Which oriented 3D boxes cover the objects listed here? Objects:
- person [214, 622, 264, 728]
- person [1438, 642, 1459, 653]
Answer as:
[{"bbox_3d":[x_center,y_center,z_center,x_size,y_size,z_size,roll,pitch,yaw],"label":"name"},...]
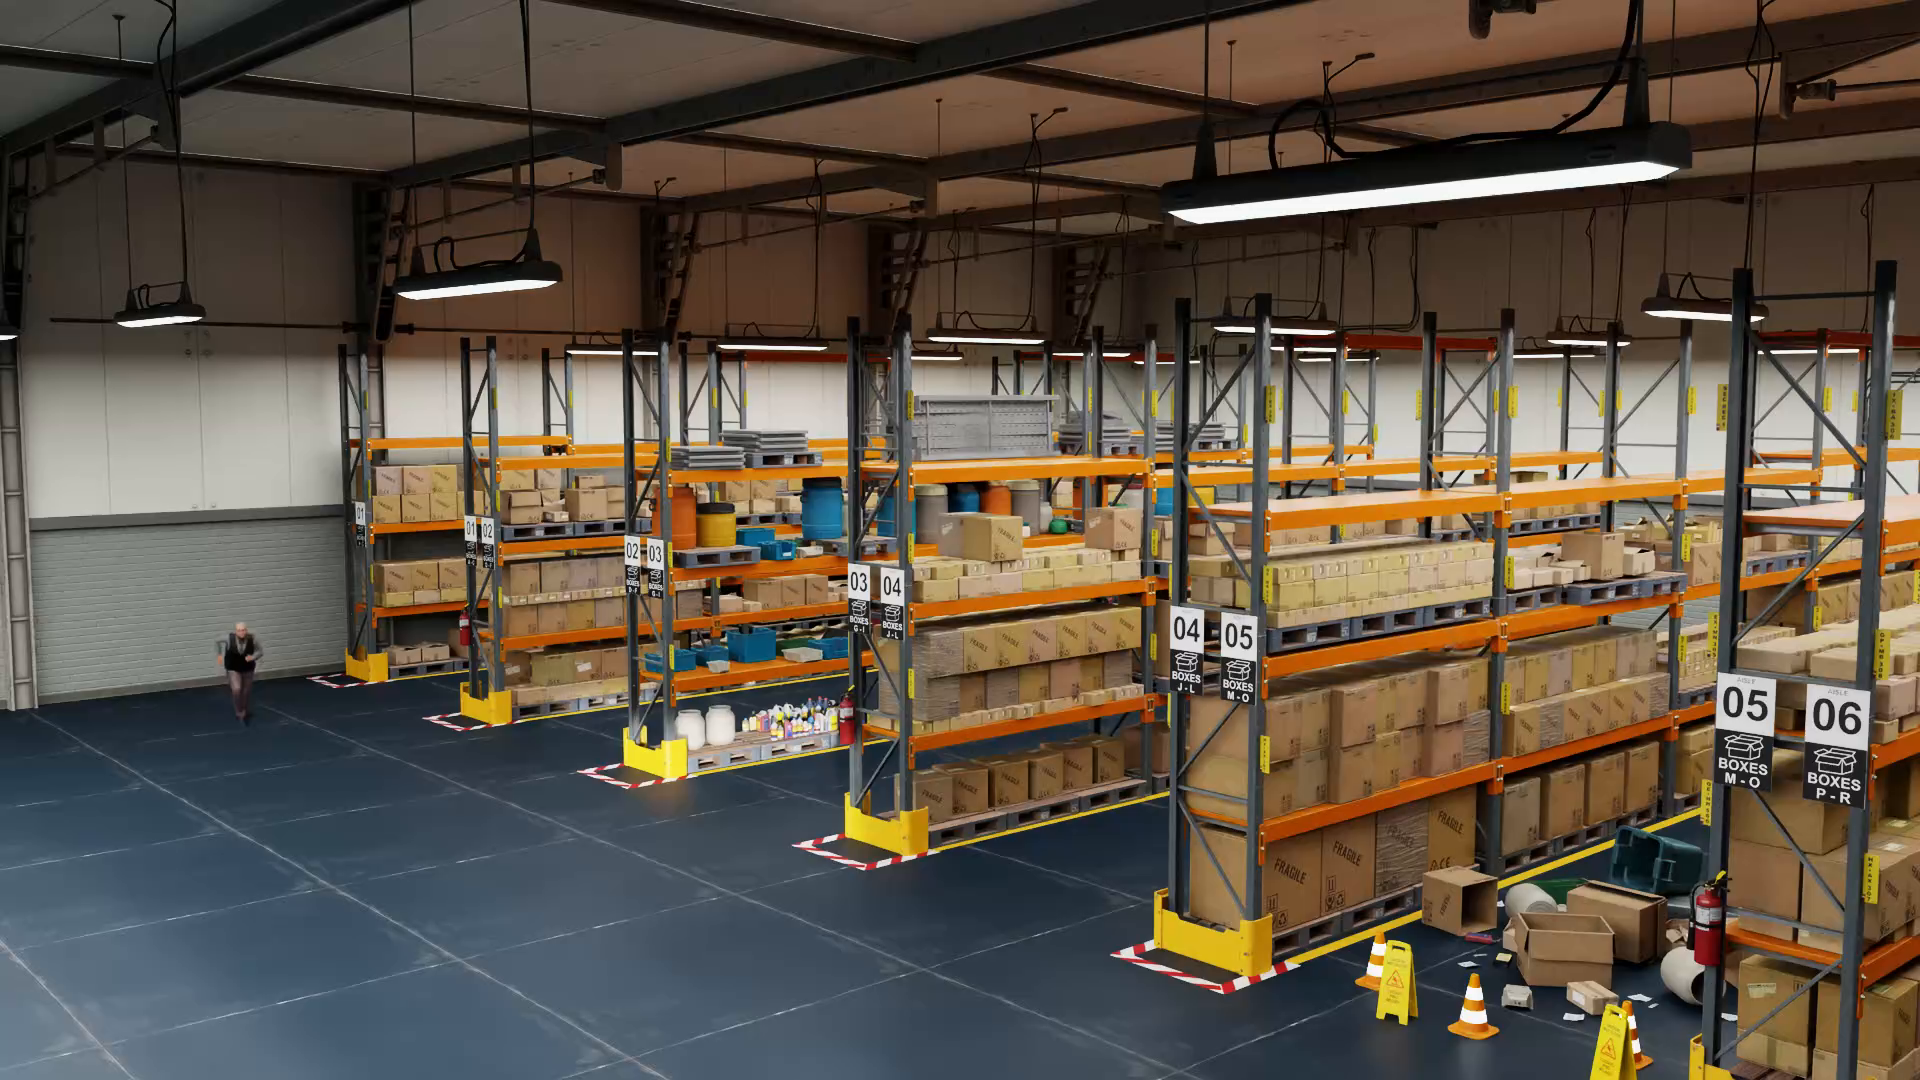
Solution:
[{"bbox_3d":[-11.181,2.071,25.830,0.704,1.678,0.989,-2,6,-25],"label":"person"},{"bbox_3d":[6.884,2.179,23.552,0.610,1.799,0.721,5,7,42],"label":"person"}]
